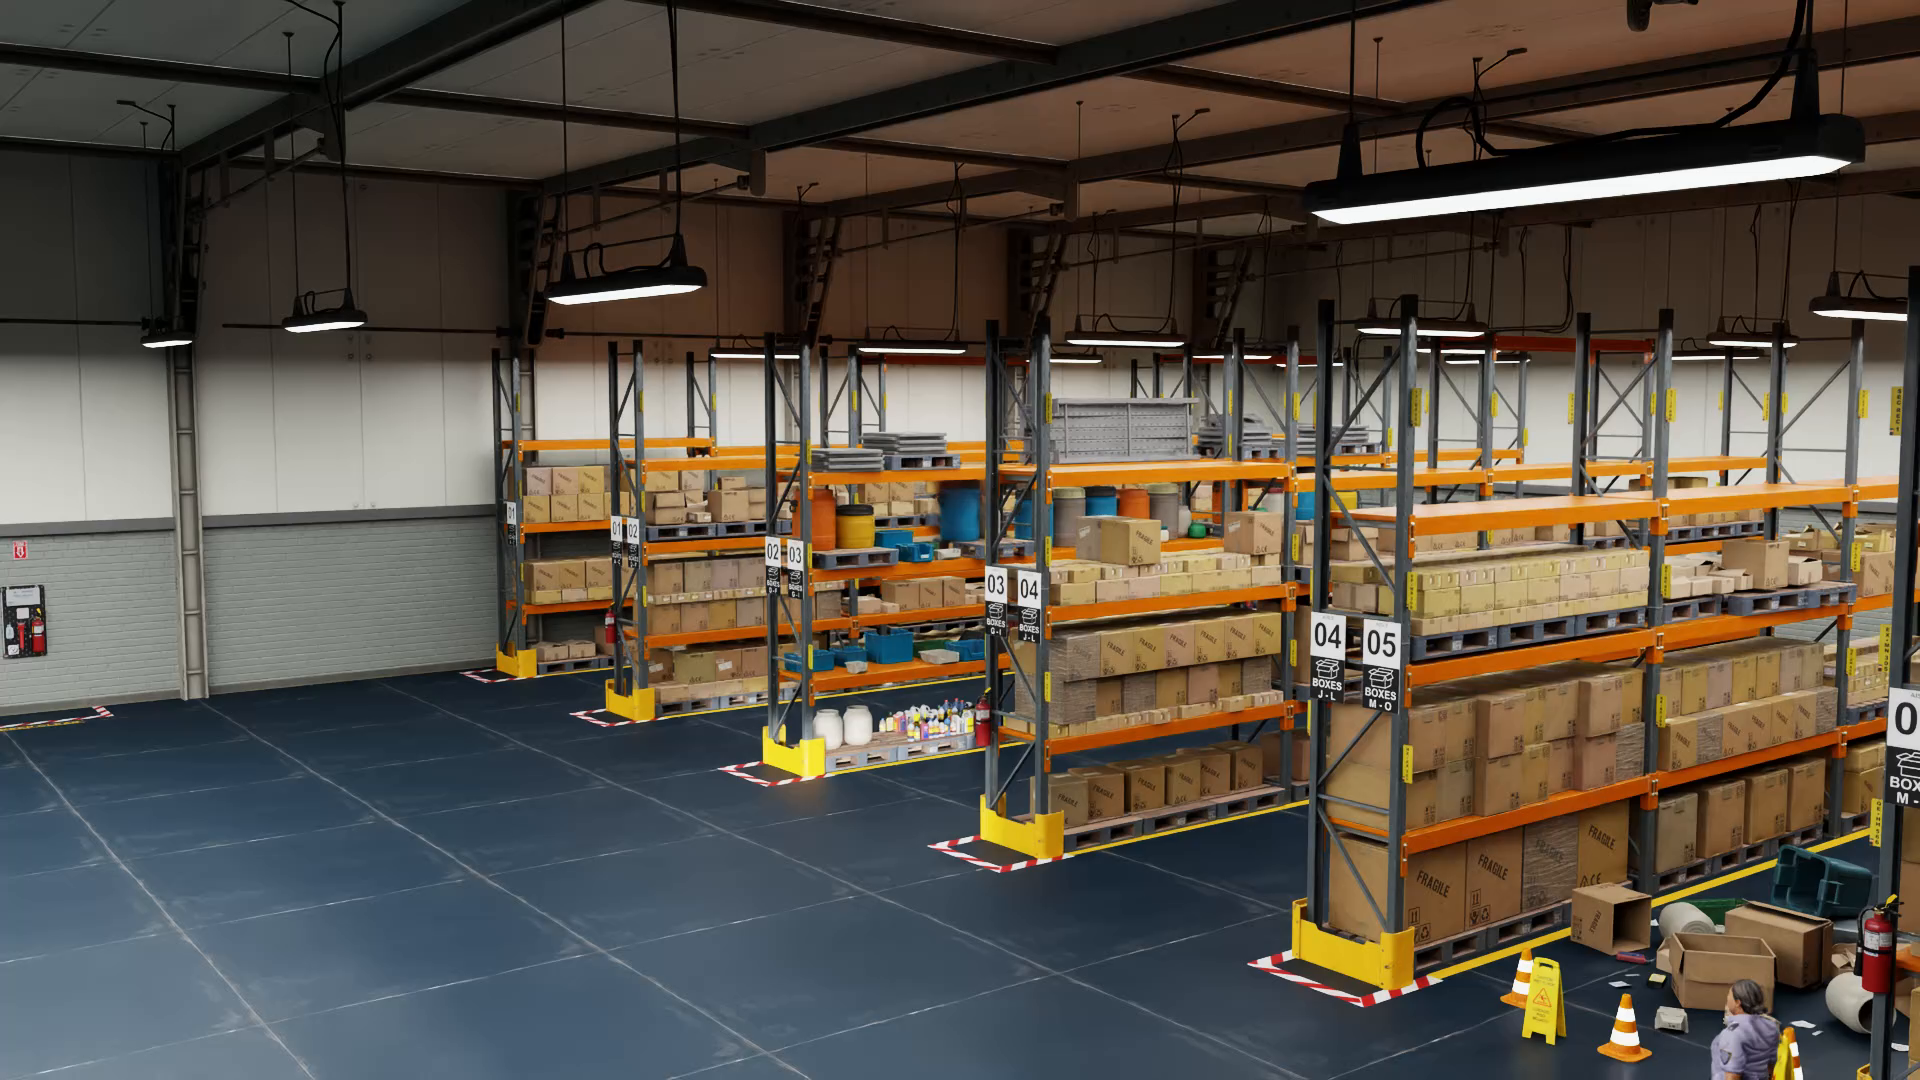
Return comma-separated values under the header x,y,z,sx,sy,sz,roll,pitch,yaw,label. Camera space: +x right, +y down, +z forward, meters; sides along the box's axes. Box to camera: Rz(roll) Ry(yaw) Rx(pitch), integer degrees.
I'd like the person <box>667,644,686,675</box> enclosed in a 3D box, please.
x,y,z,sx,sy,sz,roll,pitch,yaw,label
-5.270,1.666,30.262,0.571,1.675,0.625,-2,5,-24,person

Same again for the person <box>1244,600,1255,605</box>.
x,y,z,sx,sy,sz,roll,pitch,yaw,label
5.554,1.480,32.208,0.516,1.726,0.573,0,5,0,person

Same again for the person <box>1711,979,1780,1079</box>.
x,y,z,sx,sy,sz,roll,pitch,yaw,label
4.801,3.468,10.136,0.481,1.594,1.016,-2,6,-25,person
